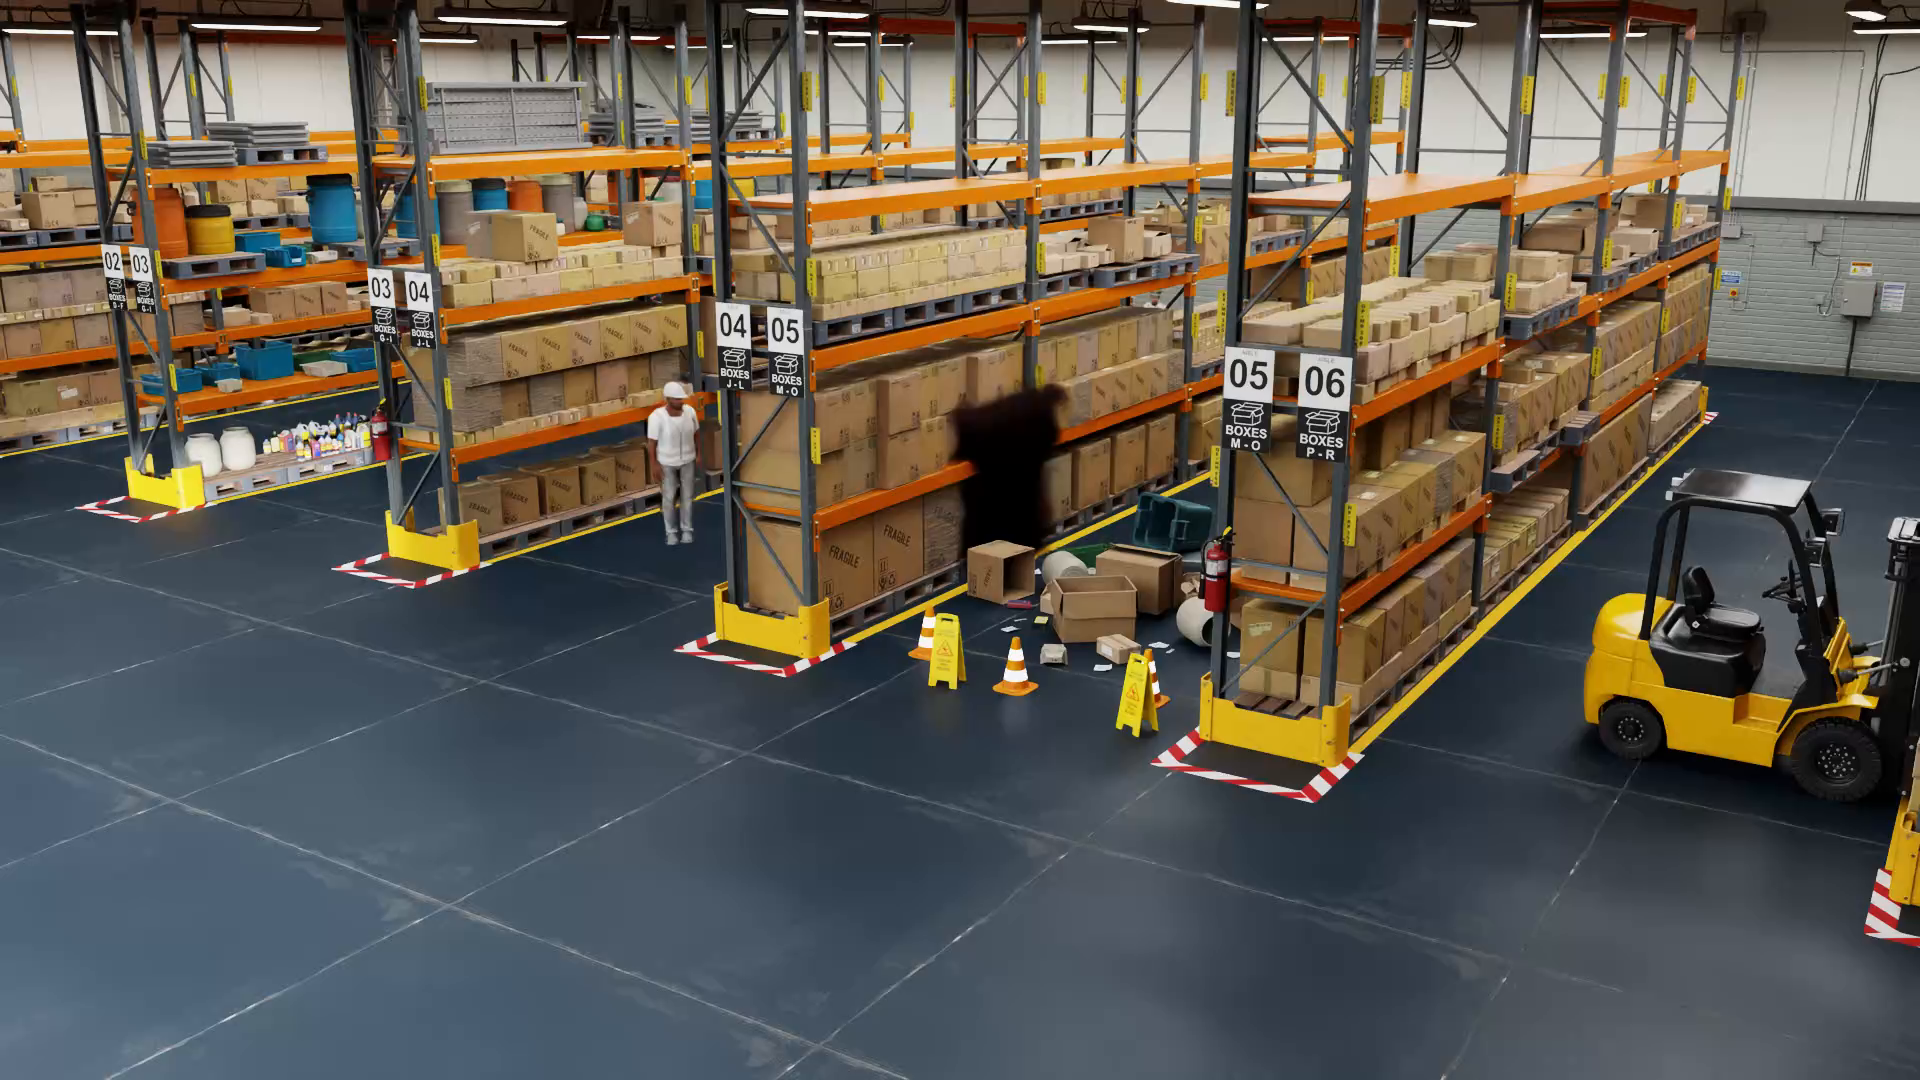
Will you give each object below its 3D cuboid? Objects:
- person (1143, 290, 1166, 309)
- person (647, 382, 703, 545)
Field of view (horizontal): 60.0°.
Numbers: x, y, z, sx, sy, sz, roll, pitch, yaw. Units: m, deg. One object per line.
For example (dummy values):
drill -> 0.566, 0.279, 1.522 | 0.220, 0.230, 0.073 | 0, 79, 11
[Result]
person -> 3.360, -3.567, 29.033 | 0.639, 1.639, 0.564 | 7, 17, 22
person -> -3.030, -0.824, 17.789 | 0.602, 1.775, 0.446 | -9, 18, -29
